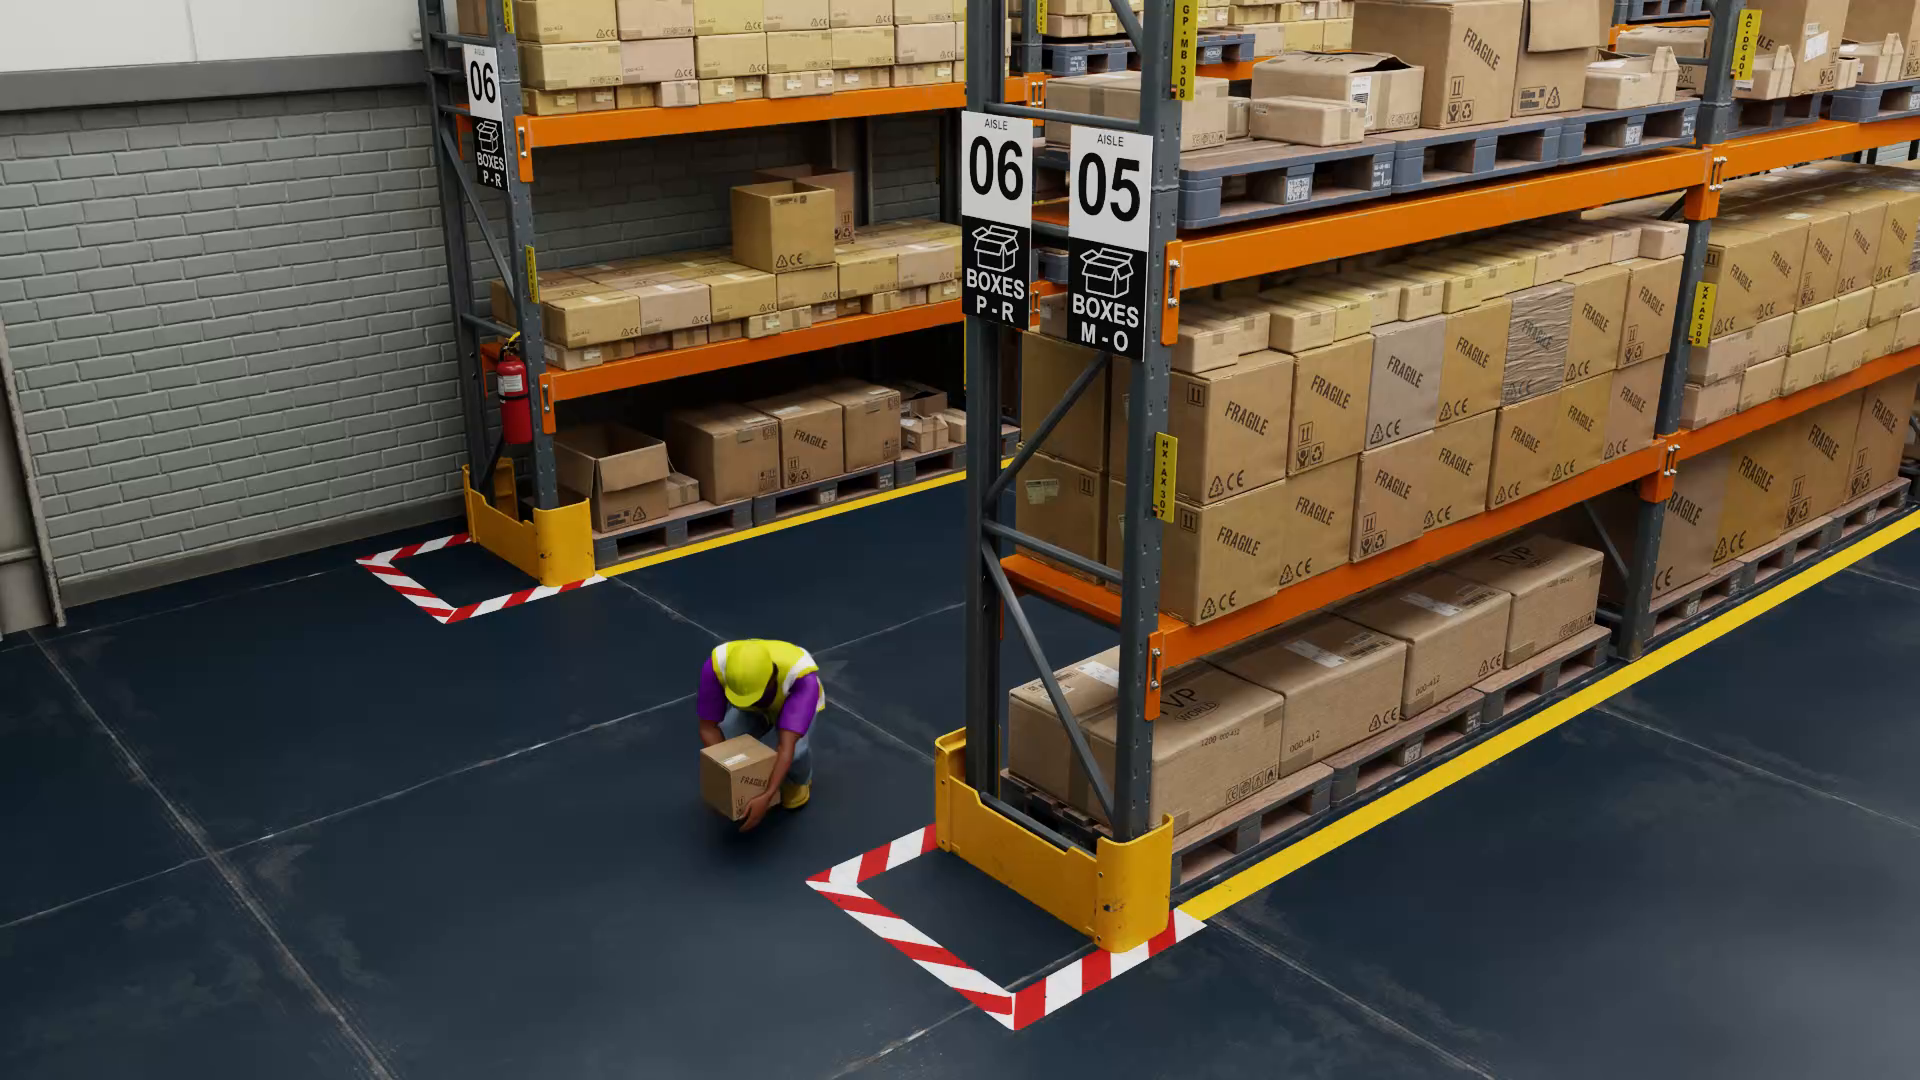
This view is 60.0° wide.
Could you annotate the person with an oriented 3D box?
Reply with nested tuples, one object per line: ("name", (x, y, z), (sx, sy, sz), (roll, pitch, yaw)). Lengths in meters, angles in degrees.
("person", (-0.898, 0.805, 7.581), (0.574, 0.959, 0.958), (4, 21, 11))
